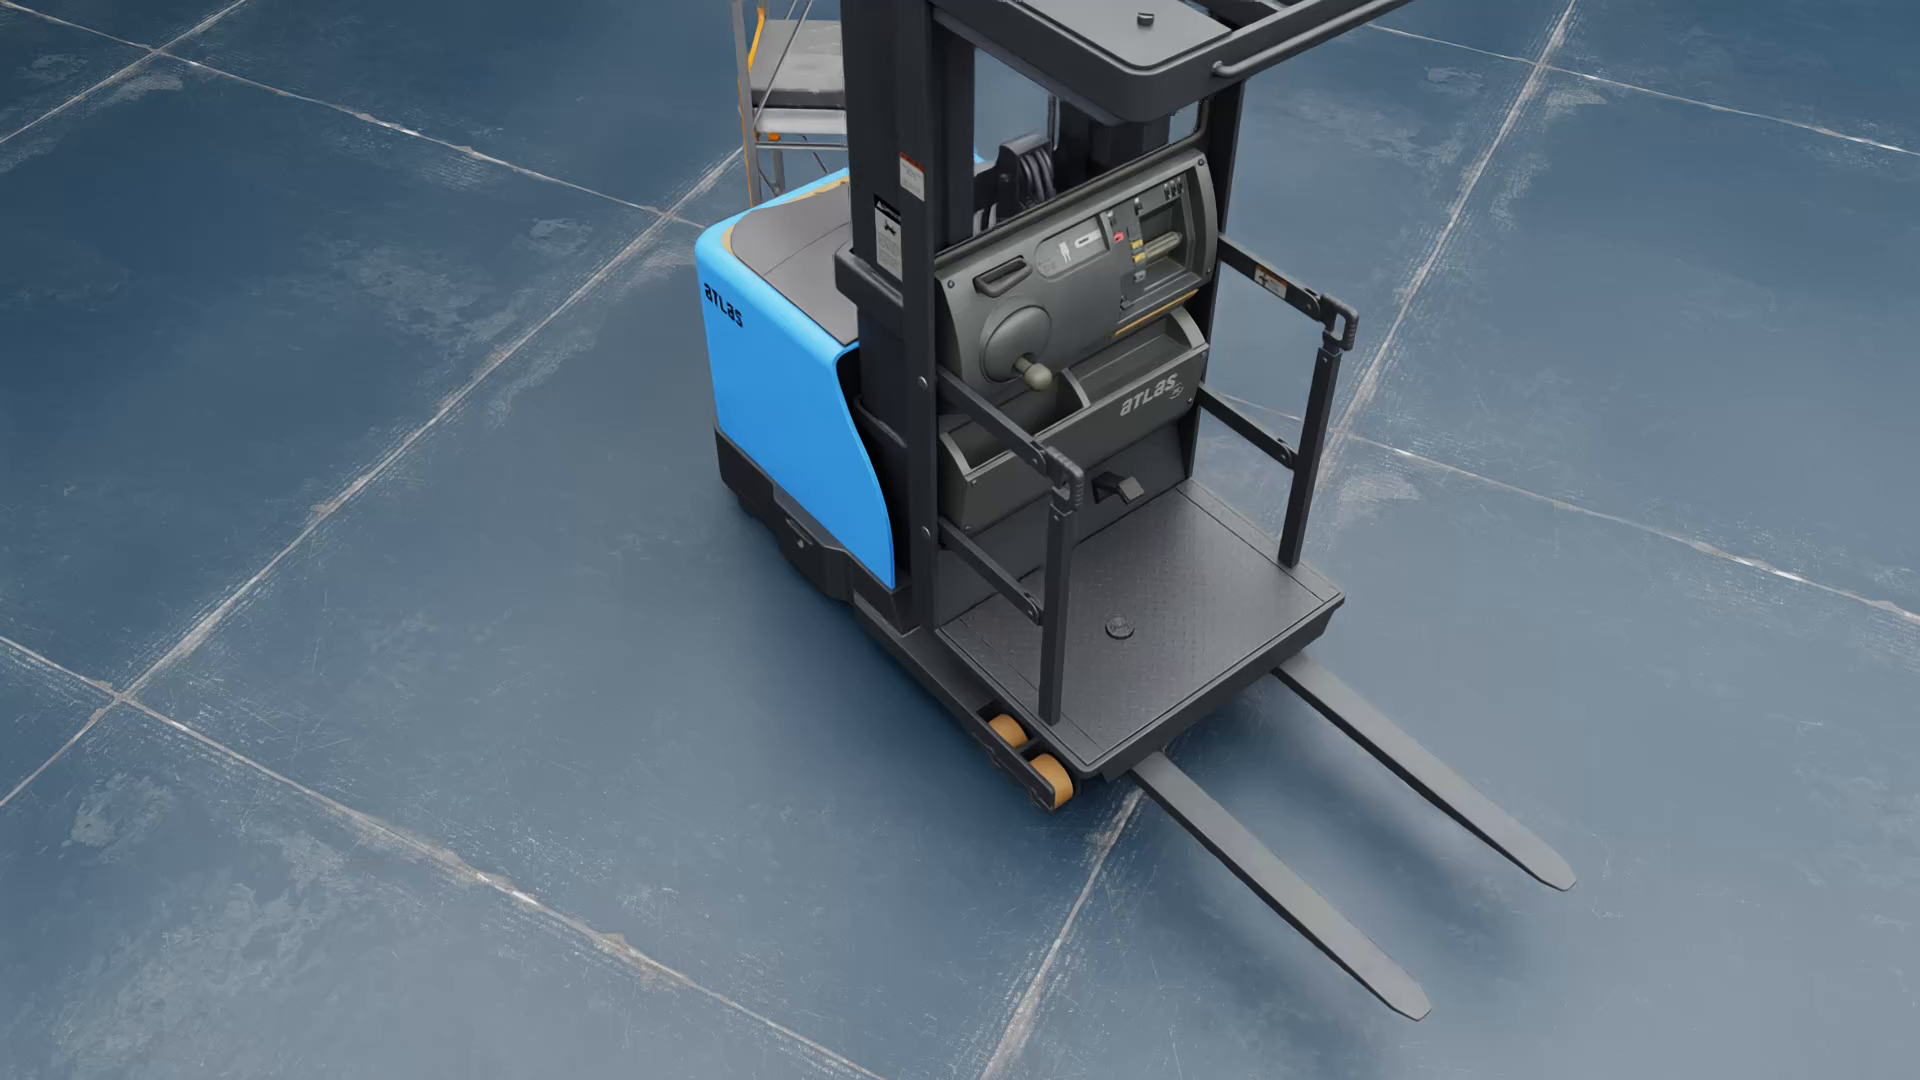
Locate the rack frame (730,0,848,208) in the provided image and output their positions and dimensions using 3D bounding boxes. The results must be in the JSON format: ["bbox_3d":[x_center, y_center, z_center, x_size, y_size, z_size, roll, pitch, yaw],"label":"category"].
[{"bbox_3d":[-0.518,-1.316,5.575,0.400,2.100,0.015,2,45,2],"label":"rack frame"}]

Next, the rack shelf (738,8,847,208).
[{"bbox_3d":[-0.506,-1.480,5.756,0.431,0.518,0.480,2,45,2],"label":"rack shelf"}]

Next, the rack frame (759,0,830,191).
[{"bbox_3d":[-0.494,-1.663,5.917,0.400,2.100,0.015,2,45,2],"label":"rack frame"}]

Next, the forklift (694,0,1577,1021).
[{"bbox_3d":[0.469,-0.636,4.318,1.130,2.935,3.031,-30,52,-26],"label":"forklift"}]

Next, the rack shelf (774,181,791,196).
[{"bbox_3d":[-0.506,-0.988,6.254,0.431,0.518,0.480,2,45,2],"label":"rack shelf"}]

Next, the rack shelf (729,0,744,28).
[{"bbox_3d":[-0.506,-1.972,5.258,0.431,0.518,0.480,2,45,2],"label":"rack shelf"}]

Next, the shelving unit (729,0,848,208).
[{"bbox_3d":[-0.506,-1.490,5.746,0.431,2.100,0.503,2,45,2],"label":"shelving unit"}]
